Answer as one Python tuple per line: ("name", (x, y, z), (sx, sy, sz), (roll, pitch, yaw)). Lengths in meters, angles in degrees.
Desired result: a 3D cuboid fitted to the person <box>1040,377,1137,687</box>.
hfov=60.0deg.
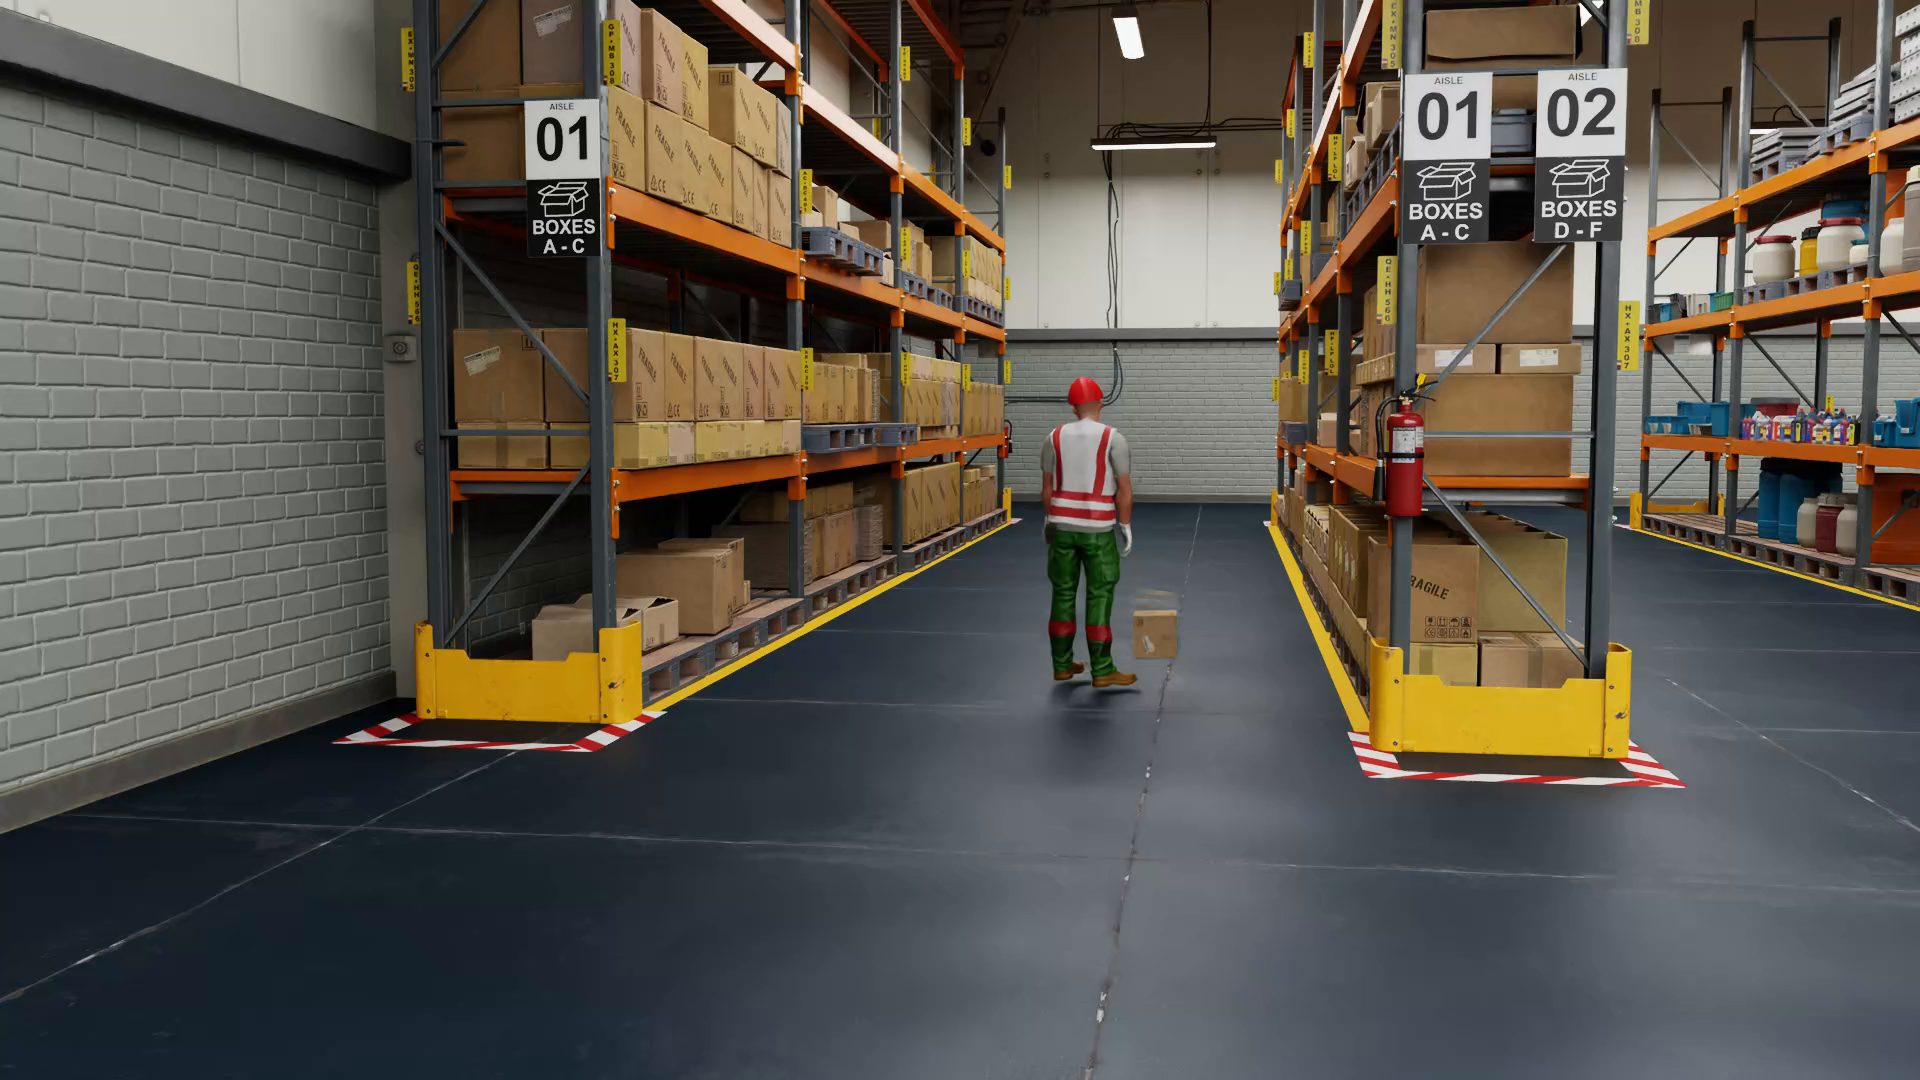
("person", (0.748, -0.058, 9.780), (0.597, 1.796, 0.434), (2, 5, 26))
